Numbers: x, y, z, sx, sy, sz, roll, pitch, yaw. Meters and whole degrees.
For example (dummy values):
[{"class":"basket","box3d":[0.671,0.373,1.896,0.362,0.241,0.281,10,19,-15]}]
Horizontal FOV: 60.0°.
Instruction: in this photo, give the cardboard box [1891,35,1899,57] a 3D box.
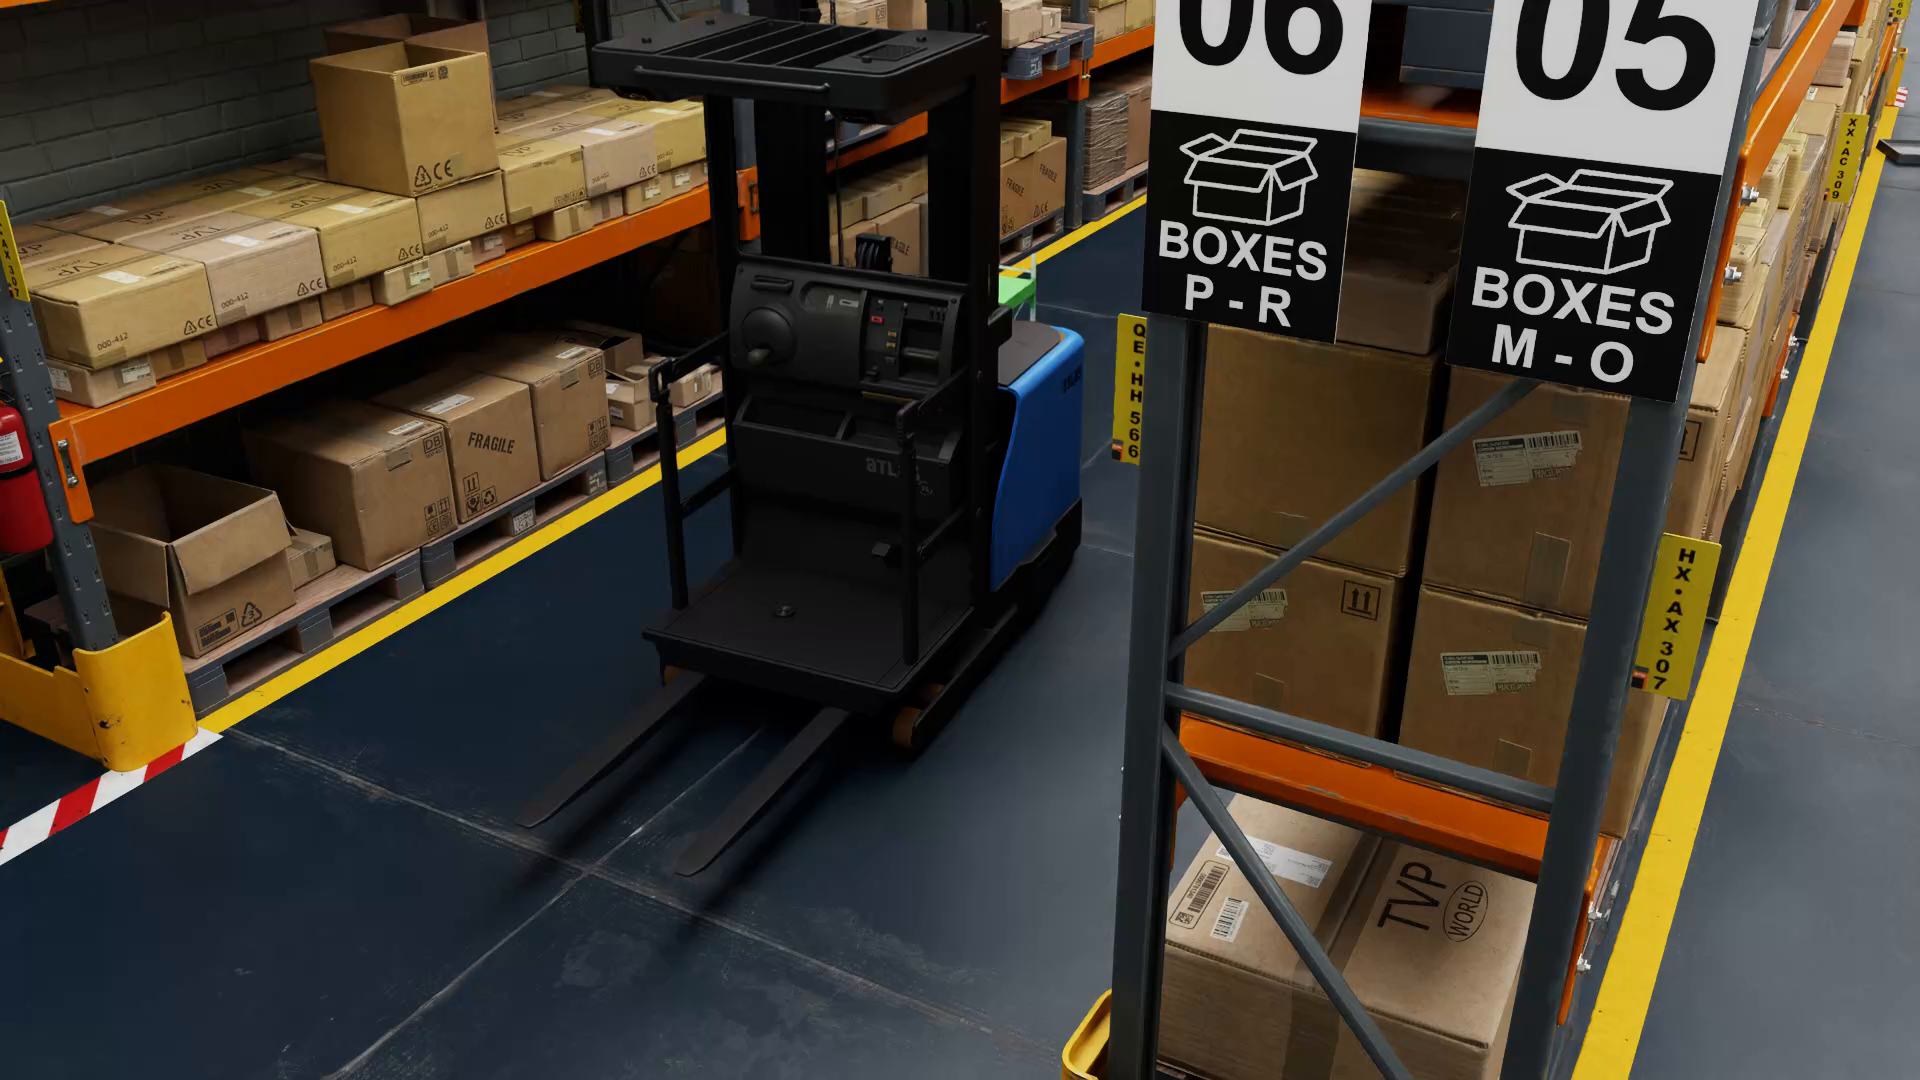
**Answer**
[{"class":"cardboard box","box3d":[7.376,-4.025,13.479,0.380,0.149,0.250,15,30,27]}]

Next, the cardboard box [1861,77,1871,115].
[{"class":"cardboard box","box3d":[4.269,-2.183,8.370,0.500,0.250,0.500,13,30,25]}]

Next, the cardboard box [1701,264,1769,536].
[{"class":"cardboard box","box3d":[1.566,-0.378,3.925,0.500,0.500,0.500,13,30,25]}]

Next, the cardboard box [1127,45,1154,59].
[{"class":"cardboard box","box3d":[1.778,-3.946,14.466,0.875,0.625,0.625,14,30,26]}]

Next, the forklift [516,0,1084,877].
[{"class":"forklift","box3d":[-0.519,-0.745,5.964,1.130,2.935,3.031,11,29,22]}]

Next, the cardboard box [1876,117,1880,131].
[{"class":"cardboard box","box3d":[7.515,-3.574,14.142,0.500,0.250,0.500,16,31,29]}]

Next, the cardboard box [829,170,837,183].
[{"class":"cardboard box","box3d":[-0.992,-2.290,10.572,0.380,0.149,0.250,15,30,27]}]

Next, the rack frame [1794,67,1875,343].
[{"class":"rack frame","box3d":[4.769,-2.676,9.745,1.000,3.000,0.127,14,30,26]}]

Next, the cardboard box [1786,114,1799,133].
[{"class":"cardboard box","box3d":[2.135,-1.126,4.695,0.380,0.149,0.250,14,30,26]}]

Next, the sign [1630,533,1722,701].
[{"class":"sign","box3d":[1.314,0.144,3.057,0.100,0.325,0.005,14,30,26]}]

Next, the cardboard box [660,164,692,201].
[{"class":"cardboard box","box3d":[-1.568,-1.810,8.296,0.380,0.149,0.250,15,30,27]}]

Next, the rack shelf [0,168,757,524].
[{"class":"rack shelf","box3d":[-2.506,-1.108,7.416,1.077,0.370,4.000,14,30,26]}]

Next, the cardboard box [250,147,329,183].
[{"class":"cardboard box","box3d":[-2.735,-1.550,7.331,0.500,0.250,0.500,14,30,26]}]

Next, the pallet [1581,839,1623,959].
[{"class":"pallet","box3d":[1.760,0.886,5.744,1.003,0.211,1.213,14,30,26]}]

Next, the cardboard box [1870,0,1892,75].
[{"class":"cardboard box","box3d":[4.497,-2.707,8.578,0.500,0.500,0.500,15,30,27]}]

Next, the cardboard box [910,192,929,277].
[{"class":"cardboard box","box3d":[-0.325,-2.022,10.761,0.500,0.500,0.500,13,29,24]}]

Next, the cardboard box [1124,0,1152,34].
[{"class":"cardboard box","box3d":[1.129,-4.015,12.587,0.500,0.250,0.500,14,30,25]}]

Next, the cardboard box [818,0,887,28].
[{"class":"cardboard box","box3d":[-0.835,-2.783,9.377,0.700,0.500,0.500,15,30,27]}]

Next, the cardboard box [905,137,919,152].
[{"class":"cardboard box","box3d":[-0.503,-2.696,11.383,0.380,0.149,0.250,13,29,24]}]

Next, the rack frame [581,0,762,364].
[{"class":"rack frame","box3d":[-1.522,-2.209,8.812,1.000,3.000,0.127,14,30,26]}]

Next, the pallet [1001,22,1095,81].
[{"class":"pallet","box3d":[0.173,-3.402,11.410,1.213,0.211,1.003,14,30,26]}]

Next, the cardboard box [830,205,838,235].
[{"class":"cardboard box","box3d":[-0.929,-1.878,9.749,0.380,0.149,0.250,13,29,23]}]

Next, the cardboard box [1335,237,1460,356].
[{"class":"cardboard box","box3d":[0.836,-0.524,3.493,0.380,0.149,0.250,15,30,27]}]

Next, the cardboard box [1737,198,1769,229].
[{"class":"cardboard box","box3d":[1.658,-0.718,3.880,0.380,0.149,0.250,13,29,24]}]

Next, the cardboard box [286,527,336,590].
[{"class":"cardboard box","box3d":[-2.864,0.062,6.990,0.380,0.149,0.250,13,29,24]}]

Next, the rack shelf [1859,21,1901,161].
[{"class":"rack shelf","box3d":[5.753,-3.134,11.463,1.077,0.370,4.000,14,30,26]}]

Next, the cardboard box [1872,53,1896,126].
[{"class":"cardboard box","box3d":[7.262,-3.699,13.554,0.500,0.500,0.500,16,31,28]}]

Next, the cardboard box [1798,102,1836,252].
[{"class":"cardboard box","box3d":[2.553,-1.169,5.505,0.500,0.500,0.500,14,30,25]}]

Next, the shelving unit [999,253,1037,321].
[{"class":"shelving unit","box3d":[0.142,-0.711,7.831,0.258,1.200,0.503,11,29,22]}]

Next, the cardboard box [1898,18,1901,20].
[{"class":"cardboard box","box3d":[7.171,-4.175,13.020,0.380,0.149,0.250,14,30,26]}]

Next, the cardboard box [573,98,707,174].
[{"class":"cardboard box","box3d":[-1.560,-2.023,8.275,0.500,0.250,0.500,15,30,27]}]

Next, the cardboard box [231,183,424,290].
[{"class":"cardboard box","box3d":[-2.538,-1.228,6.688,0.500,0.250,0.500,14,30,25]}]

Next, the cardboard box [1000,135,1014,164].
[{"class":"cardboard box","box3d":[0.148,-2.674,11.339,0.380,0.149,0.250,13,29,24]}]

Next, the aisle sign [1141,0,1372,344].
[{"class":"aisle sign","box3d":[0.528,-0.761,3.015,0.394,0.787,0.004,14,30,26]}]

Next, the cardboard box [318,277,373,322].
[{"class":"cardboard box","box3d":[-2.602,-1.015,6.706,0.380,0.149,0.250,15,30,27]}]

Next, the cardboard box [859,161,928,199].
[{"class":"cardboard box","box3d":[-0.419,-2.285,10.561,0.380,0.149,0.250,14,30,26]}]

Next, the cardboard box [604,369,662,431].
[{"class":"cardboard box","box3d":[-1.716,-0.753,8.489,0.396,0.266,0.258,15,30,28]}]

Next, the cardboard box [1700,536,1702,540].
[{"class":"cardboard box","box3d":[1.544,0.070,4.148,0.500,0.500,0.500,14,30,25]}]

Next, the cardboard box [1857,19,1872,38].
[{"class":"cardboard box","box3d":[3.494,-1.922,7.009,0.500,0.500,0.500,14,30,26]}]

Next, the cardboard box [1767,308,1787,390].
[{"class":"cardboard box","box3d":[2.547,-0.723,5.732,0.500,0.500,0.500,13,30,25]}]

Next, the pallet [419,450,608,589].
[{"class":"pallet","box3d":[-2.460,-0.217,7.948,1.003,0.211,1.213,14,30,26]}]

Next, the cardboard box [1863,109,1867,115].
[{"class":"cardboard box","box3d":[4.509,-2.152,8.866,0.500,0.250,0.500,15,30,27]}]

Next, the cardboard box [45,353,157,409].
[{"class":"cardboard box","box3d":[-3.089,-0.605,5.889,0.380,0.149,0.250,14,30,26]}]

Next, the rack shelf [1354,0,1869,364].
[{"class":"rack shelf","box3d":[1.817,-1.358,4.564,1.077,0.370,4.000,14,30,26]}]

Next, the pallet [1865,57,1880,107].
[{"class":"pallet","box3d":[5.027,-2.892,10.390,1.213,0.211,1.003,14,30,26]}]

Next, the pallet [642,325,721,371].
[{"class":"pallet","box3d":[-1.155,-1.287,10.086,1.003,0.211,1.213,14,30,26]}]

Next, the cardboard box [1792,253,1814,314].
[{"class":"cardboard box","box3d":[3.248,-1.164,6.891,0.500,0.250,0.500,13,30,25]}]

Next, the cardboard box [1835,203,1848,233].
[{"class":"cardboard box","box3d":[5.790,-2.491,11.841,0.950,0.372,0.625,15,30,28]}]

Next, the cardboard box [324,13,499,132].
[{"class":"cardboard box","box3d":[-2.486,-2.088,7.569,0.500,0.500,0.500,13,30,25]}]

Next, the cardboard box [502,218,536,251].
[{"class":"cardboard box","box3d":[-2.153,-1.426,7.528,0.380,0.149,0.250,15,30,27]}]
